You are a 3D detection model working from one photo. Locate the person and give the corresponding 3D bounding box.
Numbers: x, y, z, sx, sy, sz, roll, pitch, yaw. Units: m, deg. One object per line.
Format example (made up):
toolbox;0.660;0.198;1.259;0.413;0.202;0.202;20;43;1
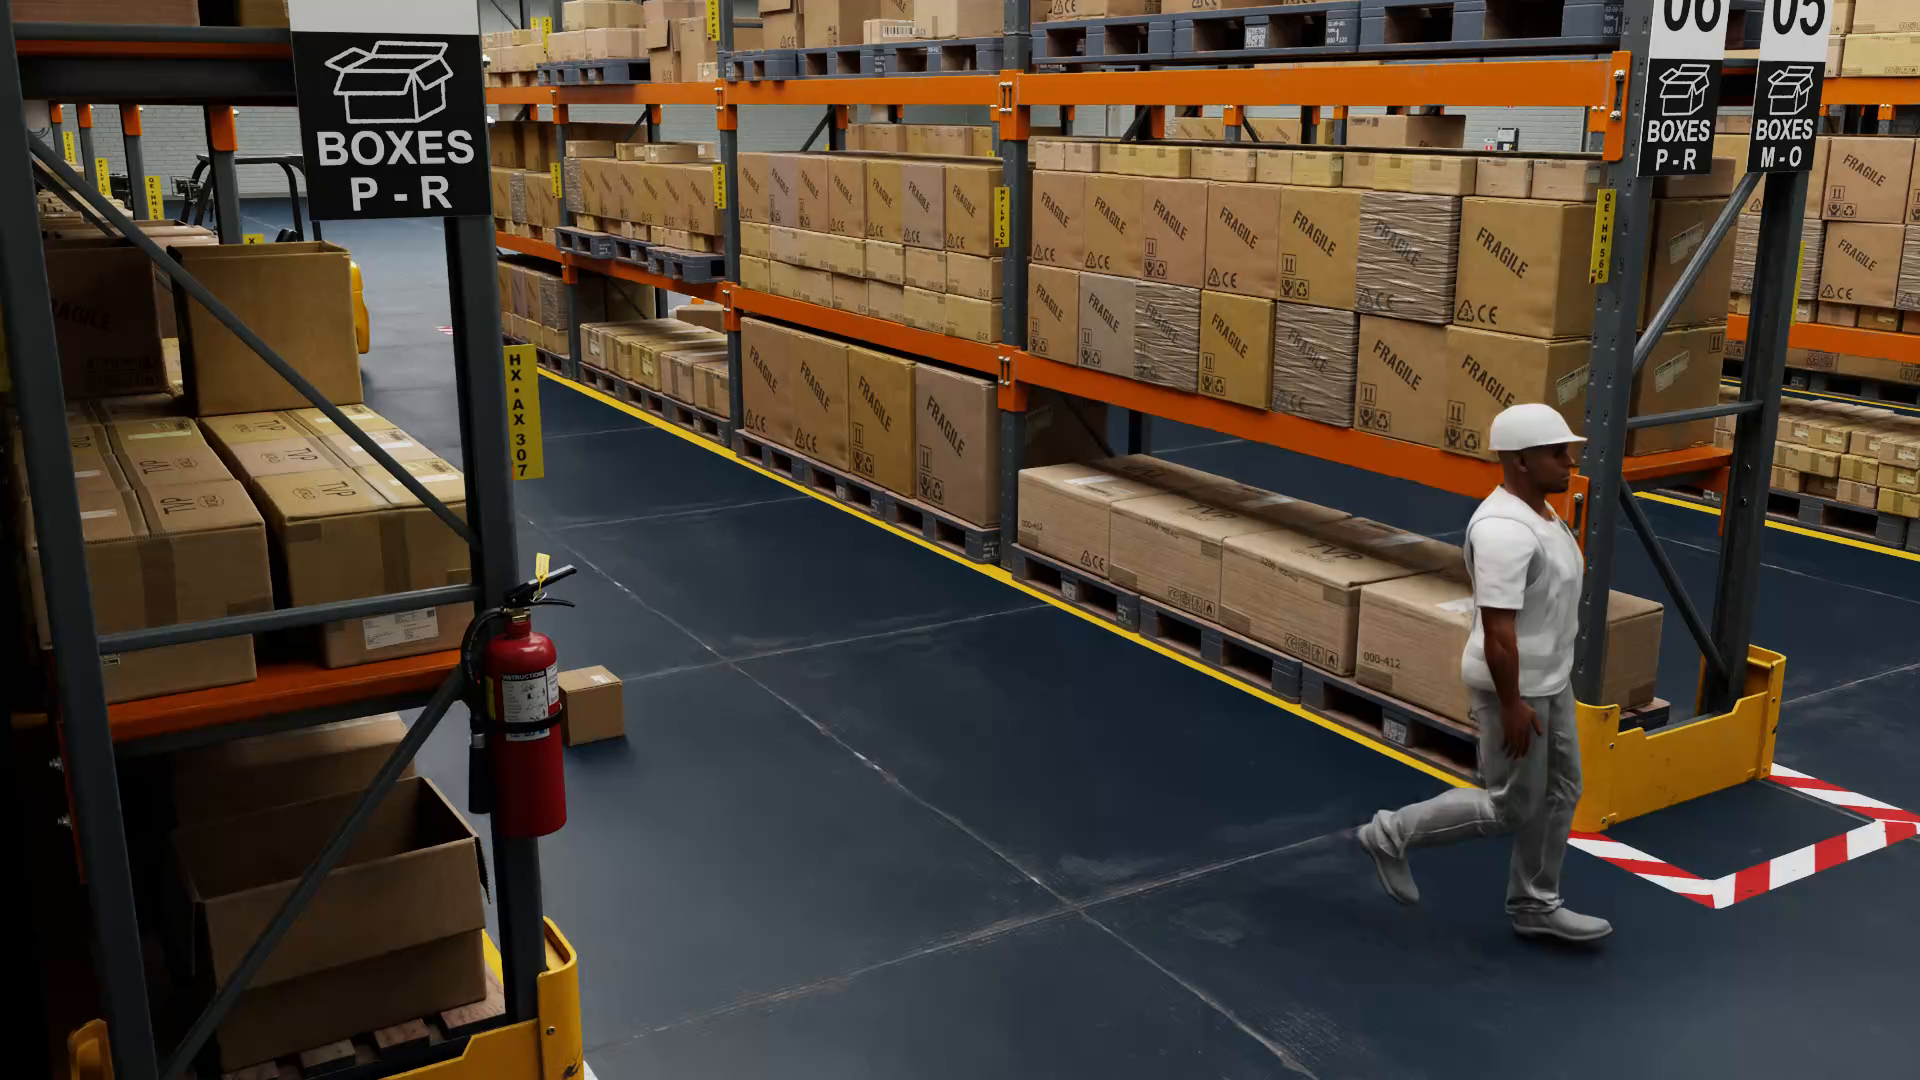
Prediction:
person;1.725;0.432;5.293;0.799;1.747;0.576;8;17;29
